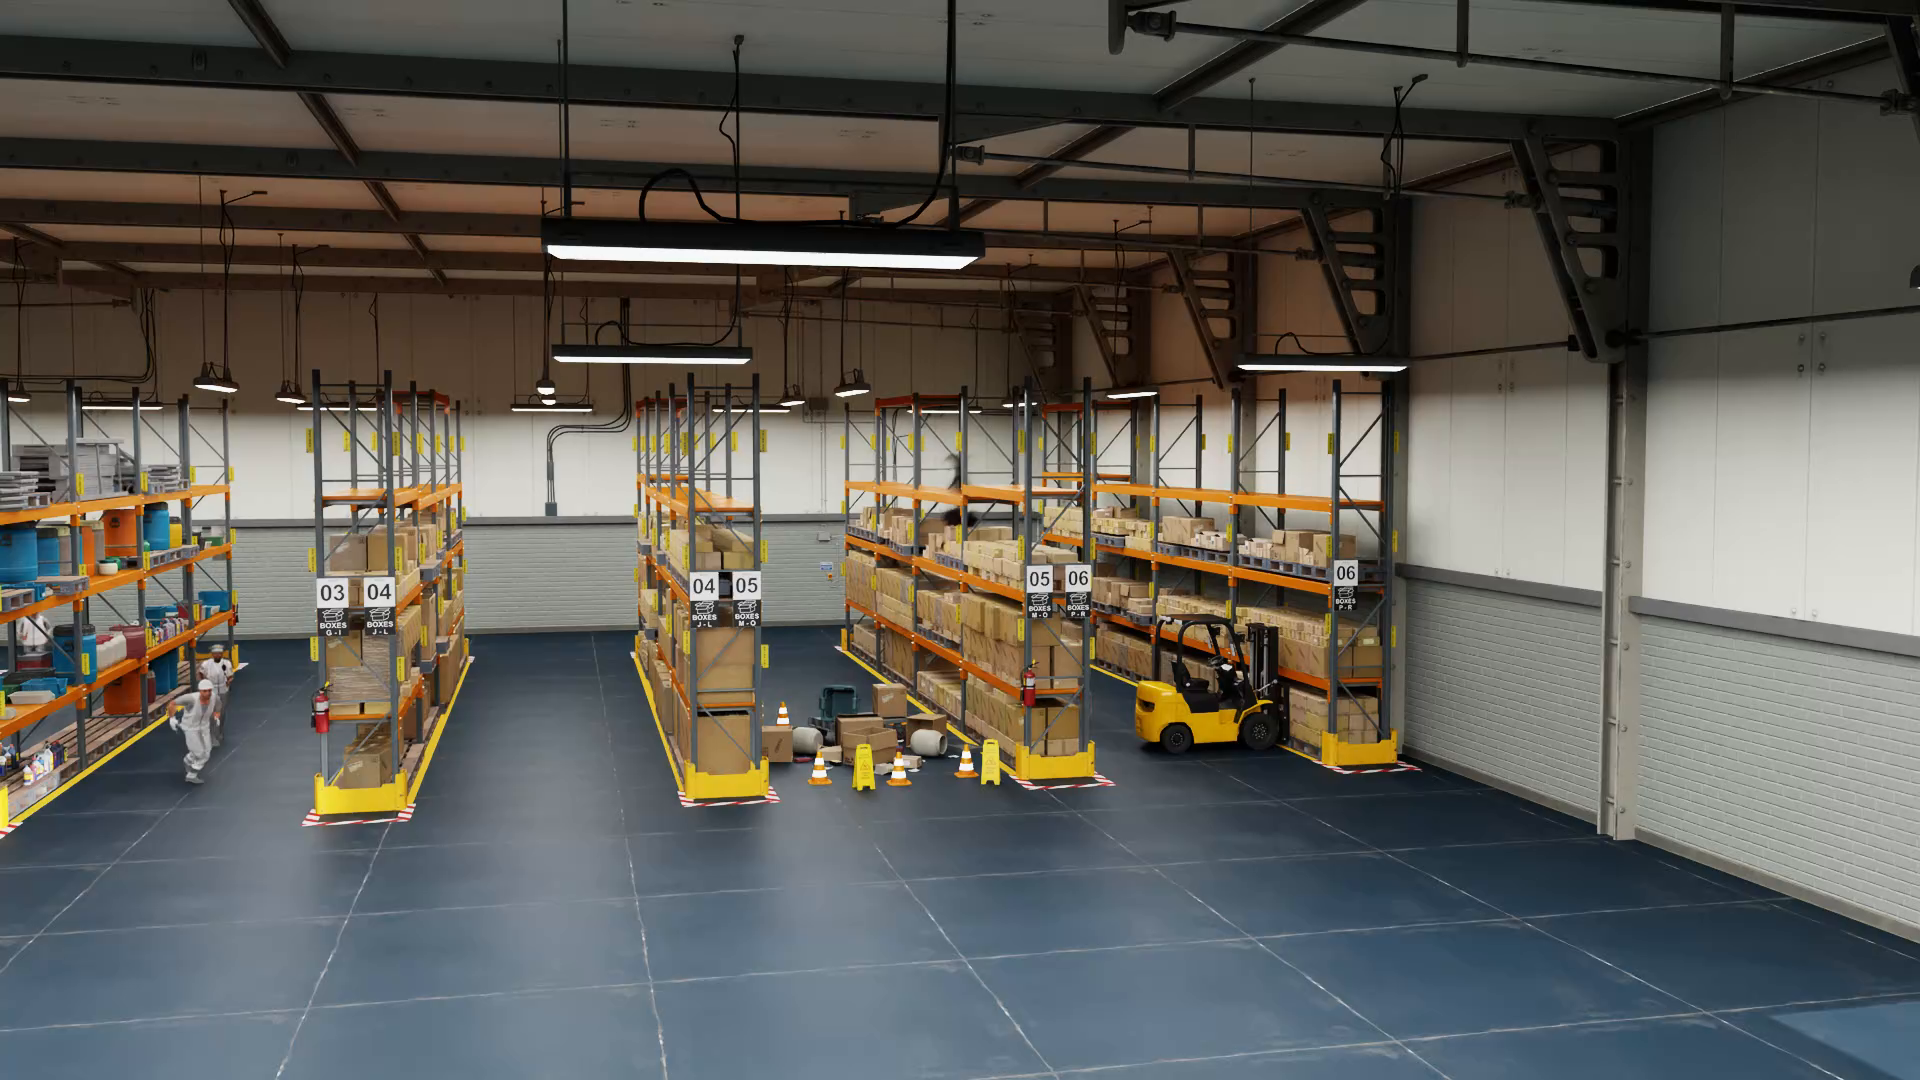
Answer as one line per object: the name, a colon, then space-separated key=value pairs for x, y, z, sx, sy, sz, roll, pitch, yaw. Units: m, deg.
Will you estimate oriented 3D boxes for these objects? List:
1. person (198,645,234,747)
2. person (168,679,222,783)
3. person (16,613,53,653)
person: x=-12.377 y=2.589 z=27.716 sx=0.506 sy=1.739 sz=0.846 roll=-2 pitch=4 yaw=-36
person: x=-11.160 y=2.808 z=24.316 sx=0.786 sy=1.590 sz=0.693 roll=3 pitch=4 yaw=41
person: x=-19.151 y=2.151 z=34.420 sx=0.669 sy=1.733 sz=0.760 roll=-2 pitch=4 yaw=-25
